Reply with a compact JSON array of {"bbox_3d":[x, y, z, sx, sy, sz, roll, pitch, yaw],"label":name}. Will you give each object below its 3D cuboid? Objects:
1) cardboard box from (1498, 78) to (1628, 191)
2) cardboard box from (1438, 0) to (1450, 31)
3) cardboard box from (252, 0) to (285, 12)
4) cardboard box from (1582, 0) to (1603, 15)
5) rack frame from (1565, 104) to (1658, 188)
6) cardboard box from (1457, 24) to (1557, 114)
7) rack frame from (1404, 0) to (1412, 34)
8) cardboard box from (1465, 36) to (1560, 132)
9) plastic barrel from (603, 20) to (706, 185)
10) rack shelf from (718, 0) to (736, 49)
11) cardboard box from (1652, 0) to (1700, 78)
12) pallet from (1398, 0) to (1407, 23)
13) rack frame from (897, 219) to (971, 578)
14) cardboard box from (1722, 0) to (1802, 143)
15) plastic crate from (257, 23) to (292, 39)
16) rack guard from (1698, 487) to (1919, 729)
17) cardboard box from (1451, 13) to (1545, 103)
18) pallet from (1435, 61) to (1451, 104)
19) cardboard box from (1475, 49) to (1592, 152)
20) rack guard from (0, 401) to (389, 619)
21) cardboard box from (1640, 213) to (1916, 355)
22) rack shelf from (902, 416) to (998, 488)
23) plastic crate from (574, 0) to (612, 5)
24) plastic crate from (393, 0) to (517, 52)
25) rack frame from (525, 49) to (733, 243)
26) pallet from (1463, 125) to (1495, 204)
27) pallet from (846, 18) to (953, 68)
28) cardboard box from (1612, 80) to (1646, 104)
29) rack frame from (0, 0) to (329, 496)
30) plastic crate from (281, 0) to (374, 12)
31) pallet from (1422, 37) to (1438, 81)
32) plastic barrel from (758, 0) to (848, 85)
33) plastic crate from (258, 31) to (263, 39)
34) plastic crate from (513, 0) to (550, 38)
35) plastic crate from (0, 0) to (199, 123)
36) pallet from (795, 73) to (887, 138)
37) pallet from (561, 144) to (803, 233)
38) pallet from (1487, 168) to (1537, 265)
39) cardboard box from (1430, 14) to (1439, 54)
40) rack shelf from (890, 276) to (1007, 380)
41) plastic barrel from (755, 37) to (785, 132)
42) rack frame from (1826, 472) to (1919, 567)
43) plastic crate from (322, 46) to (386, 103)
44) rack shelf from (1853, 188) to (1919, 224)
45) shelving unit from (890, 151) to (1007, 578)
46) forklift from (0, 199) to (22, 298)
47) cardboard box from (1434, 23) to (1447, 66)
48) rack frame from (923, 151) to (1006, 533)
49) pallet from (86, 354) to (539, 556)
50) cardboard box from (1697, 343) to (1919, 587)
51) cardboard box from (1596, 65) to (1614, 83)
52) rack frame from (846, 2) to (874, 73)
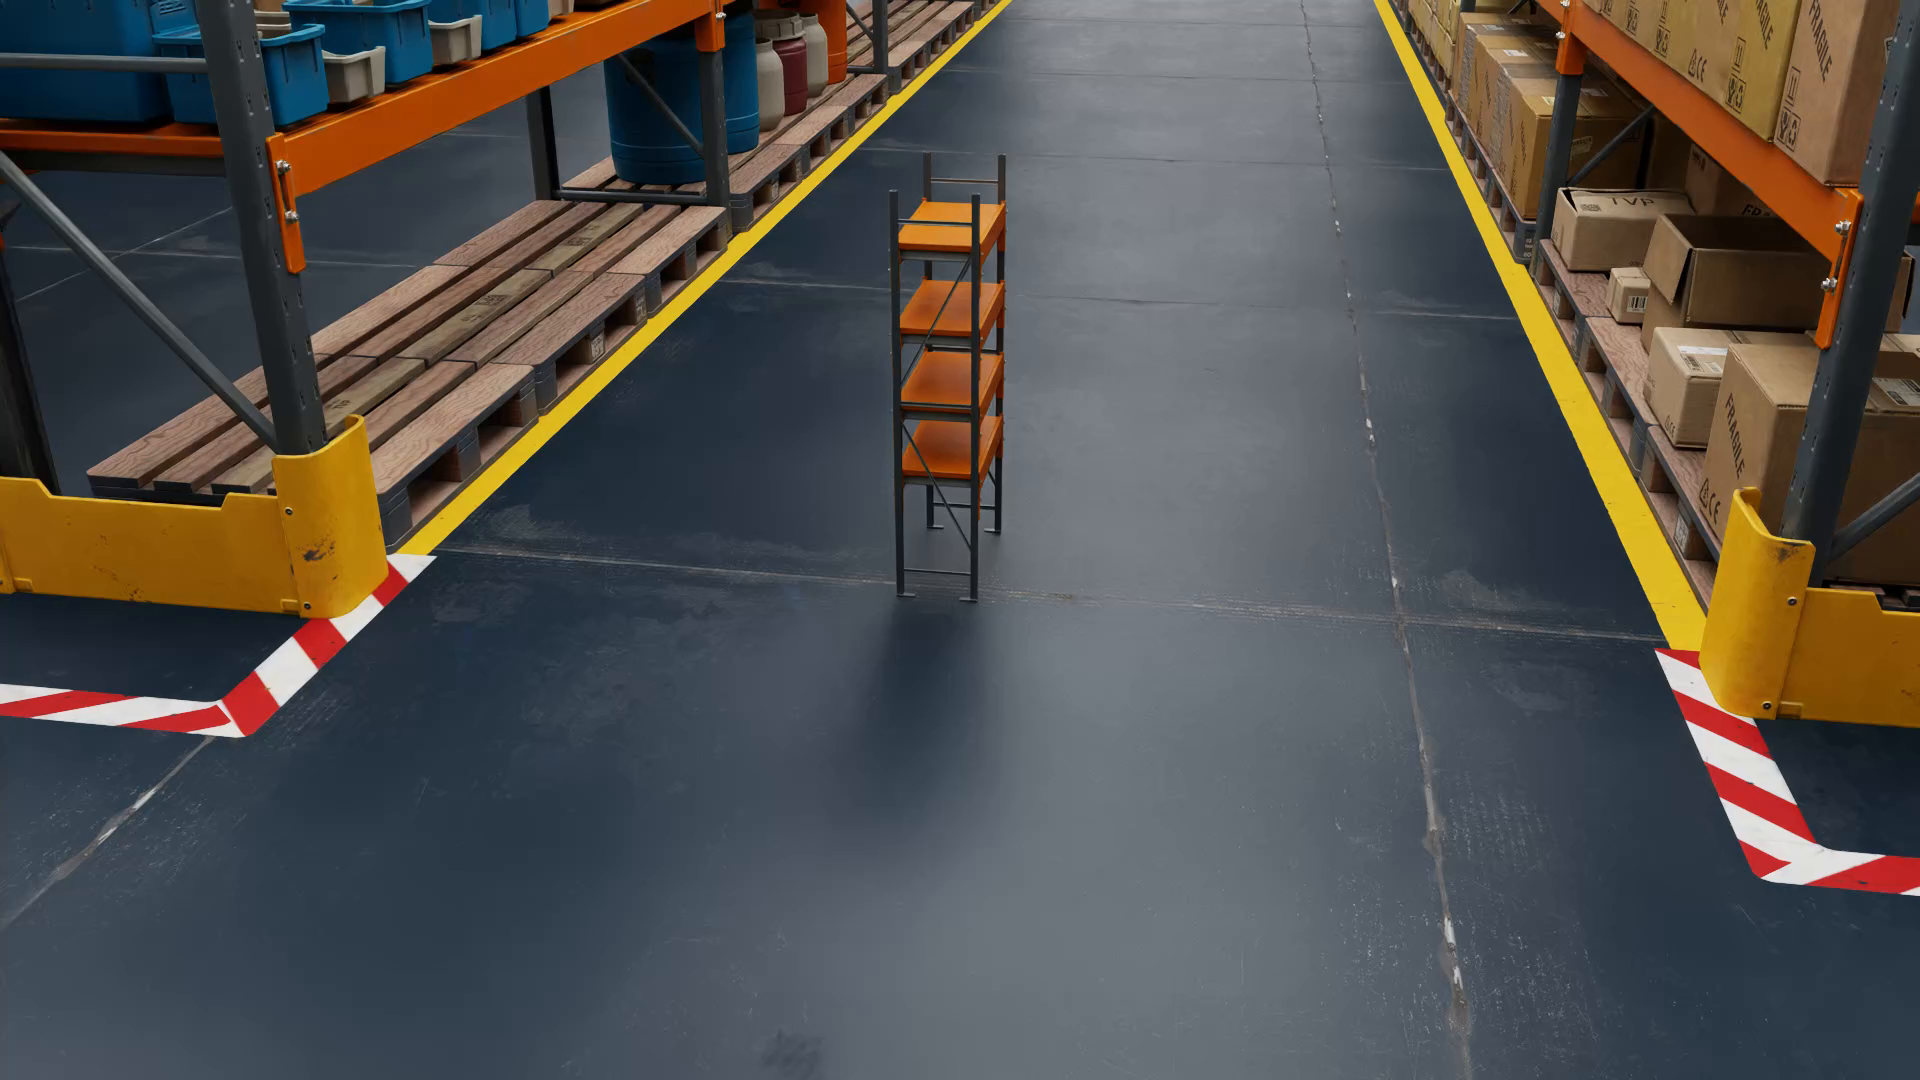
[{"bbox_3d":[3.099,-2.078,8.581,0.500,0.500,0.500,4,25,9],"label":"cardboard box"},{"bbox_3d":[3.787,-3.904,12.139,0.500,0.311,0.500,4,25,8],"label":"cardboard box"},{"bbox_3d":[-5.817,-4.288,13.302,0.700,0.500,0.500,3,25,6],"label":"cardboard box"},{"bbox_3d":[2.860,-2.429,6.784,0.500,0.500,0.500,5,25,10],"label":"cardboard box"},{"bbox_3d":[3.216,-2.578,7.220,0.949,2.616,0.053,4,25,9],"label":"rack frame"},{"bbox_3d":[3.430,-2.928,10.398,0.500,0.500,0.500,3,25,7],"label":"cardboard box"},{"bbox_3d":[4.520,-5.924,14.368,1.000,3.000,0.127,4,25,9],"label":"rack frame"},{"bbox_3d":[3.829,-3.251,11.026,1.136,0.551,3.017,3,25,7],"label":"cardboard box"},{"bbox_3d":[-1.568,-2.389,8.796,0.600,0.901,0.708,4,25,9],"label":"plastic barrel"},{"bbox_3d":[-1.347,-3.434,9.896,1.077,0.370,4.000,4,25,9],"label":"rack shelf"},{"bbox_3d":[2.614,-1.793,5.425,0.500,0.500,0.500,4,25,8],"label":"cardboard box"},{"bbox_3d":[4.691,-4.991,15.664,1.003,0.211,1.213,4,25,9],"label":"pallet"},{"bbox_3d":[-0.068,-0.372,4.630,0.228,1.046,0.006,4,25,9],"label":"rack frame"},{"bbox_3d":[2.445,-1.374,4.529,0.500,0.500,0.500,4,25,9],"label":"cardboard box"},{"bbox_3d":[-2.311,-1.632,5.438,0.396,0.136,0.243,4,25,9],"label":"plastic crate"},{"bbox_3d":[2.571,0.195,4.244,1.175,0.500,0.348,4,25,9],"label":"rack guard"},{"bbox_3d":[3.510,-3.148,10.866,0.500,0.500,0.500,5,26,11],"label":"cardboard box"},{"bbox_3d":[1.155,-3.956,10.150,6.198,3.011,5.144,4,25,9],"label":"pallet"},{"bbox_3d":[3.263,-2.500,9.483,0.500,0.500,0.500,3,25,7],"label":"cardboard box"},{"bbox_3d":[-2.318,-0.107,4.889,1.175,0.500,0.348,4,25,9],"label":"rack guard"},{"bbox_3d":[2.911,-0.861,5.977,0.797,0.503,0.637,4,25,9],"label":"cardboard box"},{"bbox_3d":[-0.027,-0.269,4.944,0.221,0.050,0.457,4,25,9],"label":"rack shelf"},{"bbox_3d":[-1.592,-2.339,6.962,0.437,0.125,0.590,4,25,9],"label":"plastic crate"},{"bbox_3d":[-1.747,-1.833,5.754,0.416,0.233,0.300,4,25,9],"label":"plastic crate"},{"bbox_3d":[-1.674,-2.923,7.957,1.000,3.000,0.127,4,25,9],"label":"rack frame"},{"bbox_3d":[3.505,-2.170,9.637,1.003,0.211,1.213,4,25,9],"label":"pallet"},{"bbox_3d":[-0.653,-4.163,13.895,1.003,0.211,1.213,4,25,9],"label":"pallet"},{"bbox_3d":[3.608,-2.055,8.531,0.500,0.500,0.500,4,25,9],"label":"cardboard box"},{"bbox_3d":[-2.327,-1.250,4.382,1.000,3.000,0.127,4,25,9],"label":"rack frame"},{"bbox_3d":[-2.260,-1.875,5.958,0.298,0.136,0.250,4,25,9],"label":"plastic crate"},{"bbox_3d":[4.241,-3.839,13.202,1.003,0.211,1.213,4,25,9],"label":"pallet"},{"bbox_3d":[-1.083,-3.598,11.462,0.600,0.830,0.708,4,25,9],"label":"plastic barrel"},{"bbox_3d":[-2.373,-1.511,5.181,0.396,0.136,0.243,4,25,9],"label":"plastic crate"},{"bbox_3d":[-1.698,-1.958,6.022,0.416,0.233,0.300,4,25,9],"label":"plastic crate"},{"bbox_3d":[-2.457,-1.446,4.689,0.616,0.435,0.499,4,25,9],"label":"plastic crate"},{"bbox_3d":[-1.108,-3.000,11.411,1.003,0.211,1.213,4,25,9],"label":"pallet"},{"bbox_3d":[-1.506,-1.980,9.231,1.003,0.211,1.213,4,25,9],"label":"pallet"},{"bbox_3d":[3.308,-1.658,8.544,1.003,0.211,1.213,4,25,9],"label":"pallet"},{"bbox_3d":[3.877,-3.859,12.704,0.500,0.250,0.500,5,25,10],"label":"cardboard box"},{"bbox_3d":[-0.027,-0.616,4.781,0.258,0.148,0.480,4,25,9],"label":"rack shelf"},{"bbox_3d":[-1.272,-2.739,10.003,0.421,0.512,0.421,0,25,0],"label":"plastic barrel"},{"bbox_3d":[2.562,-0.905,3.645,0.949,2.616,0.053,4,25,9],"label":"rack frame"},{"bbox_3d":[-1.828,-1.367,4.872,0.250,0.136,0.298,4,25,9],"label":"plastic crate"},{"bbox_3d":[2.886,-1.537,5.529,0.919,0.052,3.809,4,25,9],"label":"rack shelf"},{"bbox_3d":[-0.027,-0.475,4.850,0.258,1.200,0.499,4,25,9],"label":"shelving unit"},{"bbox_3d":[-4.718,-2.186,6.462,1.130,2.935,3.031,-6,26,-12],"label":"forklift"},{"bbox_3d":[3.792,-3.649,12.255,0.500,0.250,0.500,4,25,8],"label":"cardboard box"},{"bbox_3d":[0.013,-0.576,5.066,0.240,1.200,0.015,4,25,9],"label":"rack frame"},{"bbox_3d":[-2.154,-0.329,5.705,1.003,0.211,1.213,4,25,9],"label":"pallet"},{"bbox_3d":[2.405,-0.217,4.605,0.500,0.500,0.500,4,25,9],"label":"cardboard box"},{"bbox_3d":[3.697,-2.263,8.976,0.500,0.500,0.500,4,25,9],"label":"cardboard box"},{"bbox_3d":[-1.023,-4.596,11.531,0.949,2.616,0.053,4,25,9],"label":"rack frame"}]
